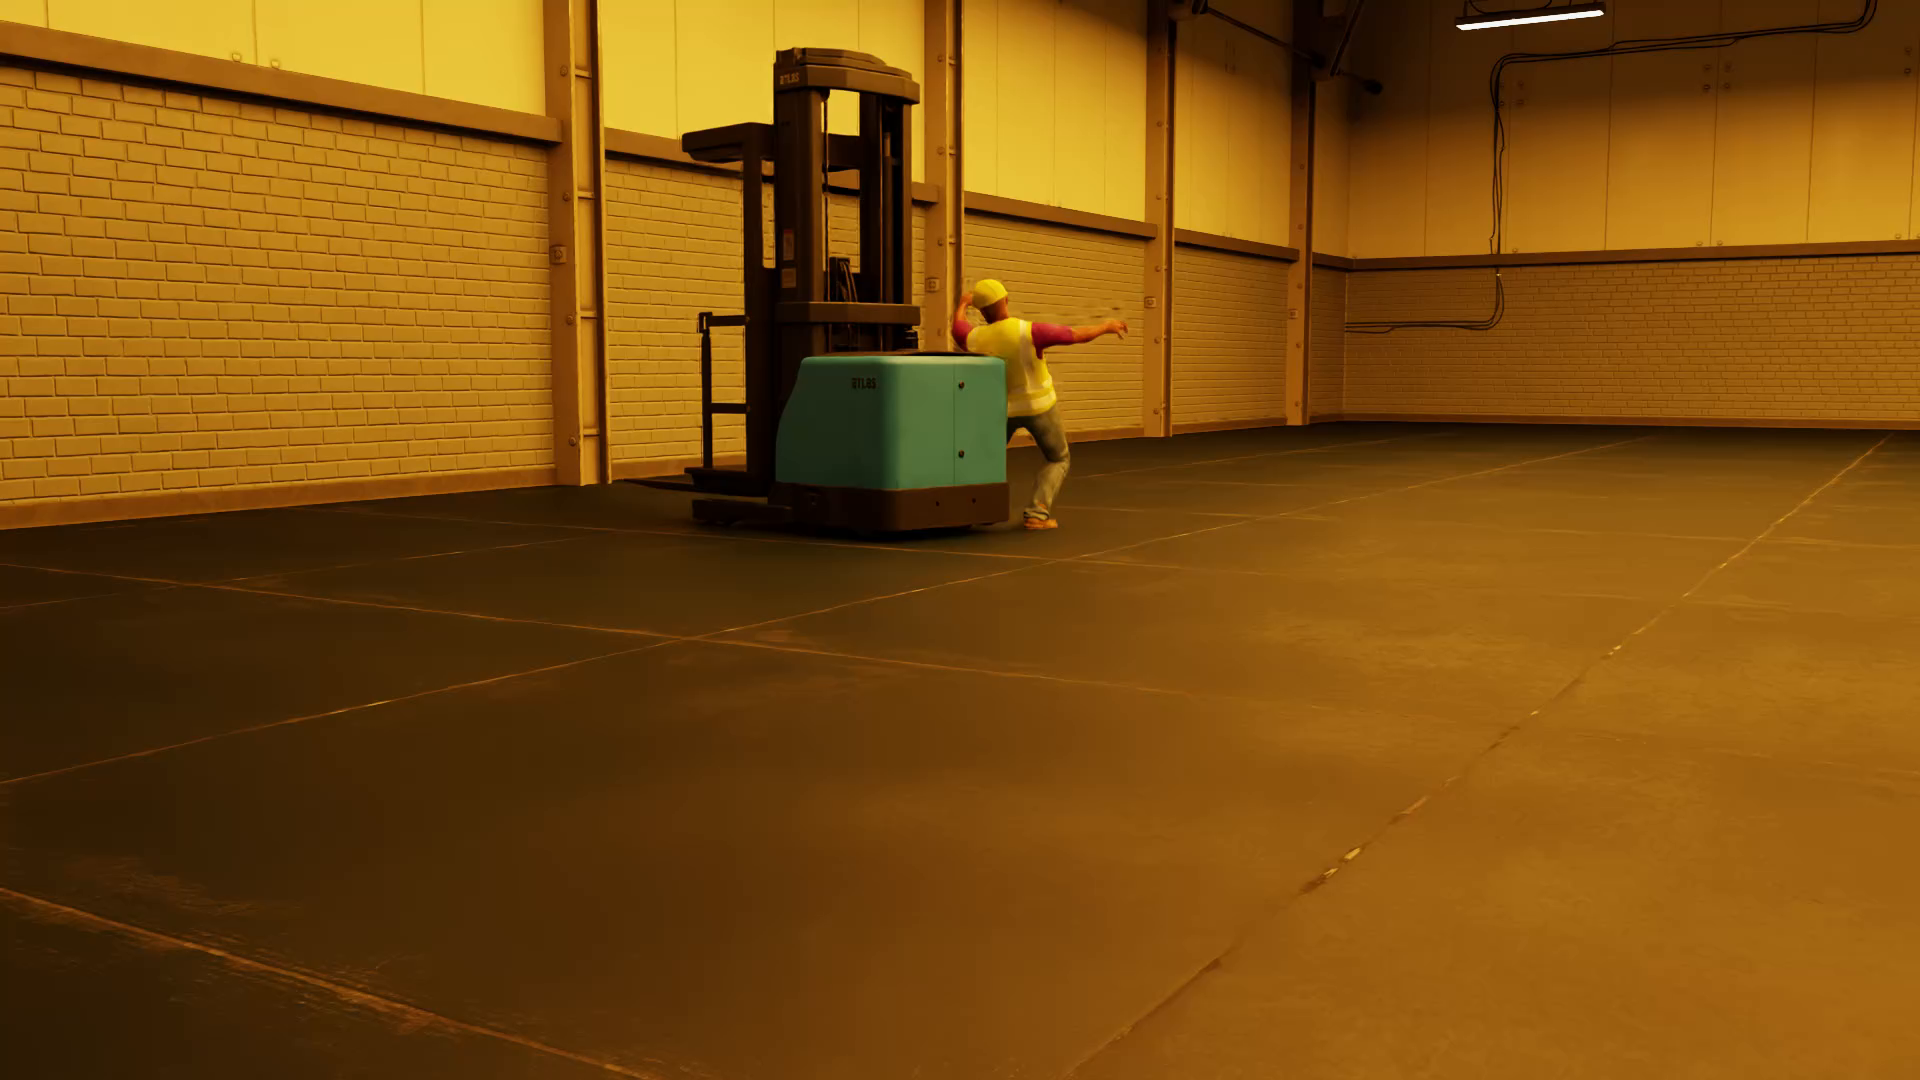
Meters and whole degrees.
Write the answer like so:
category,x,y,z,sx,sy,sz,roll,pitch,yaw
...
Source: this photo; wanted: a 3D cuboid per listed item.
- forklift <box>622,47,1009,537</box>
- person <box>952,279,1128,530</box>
category,x,y,z,sx,sy,sz,roll,pitch,yaw
forklift,-1.091,-1.579,10.799,1.130,2.935,3.031,-6,8,-44
person,0.426,-0.824,10.425,1.120,1.582,0.734,2,6,21
